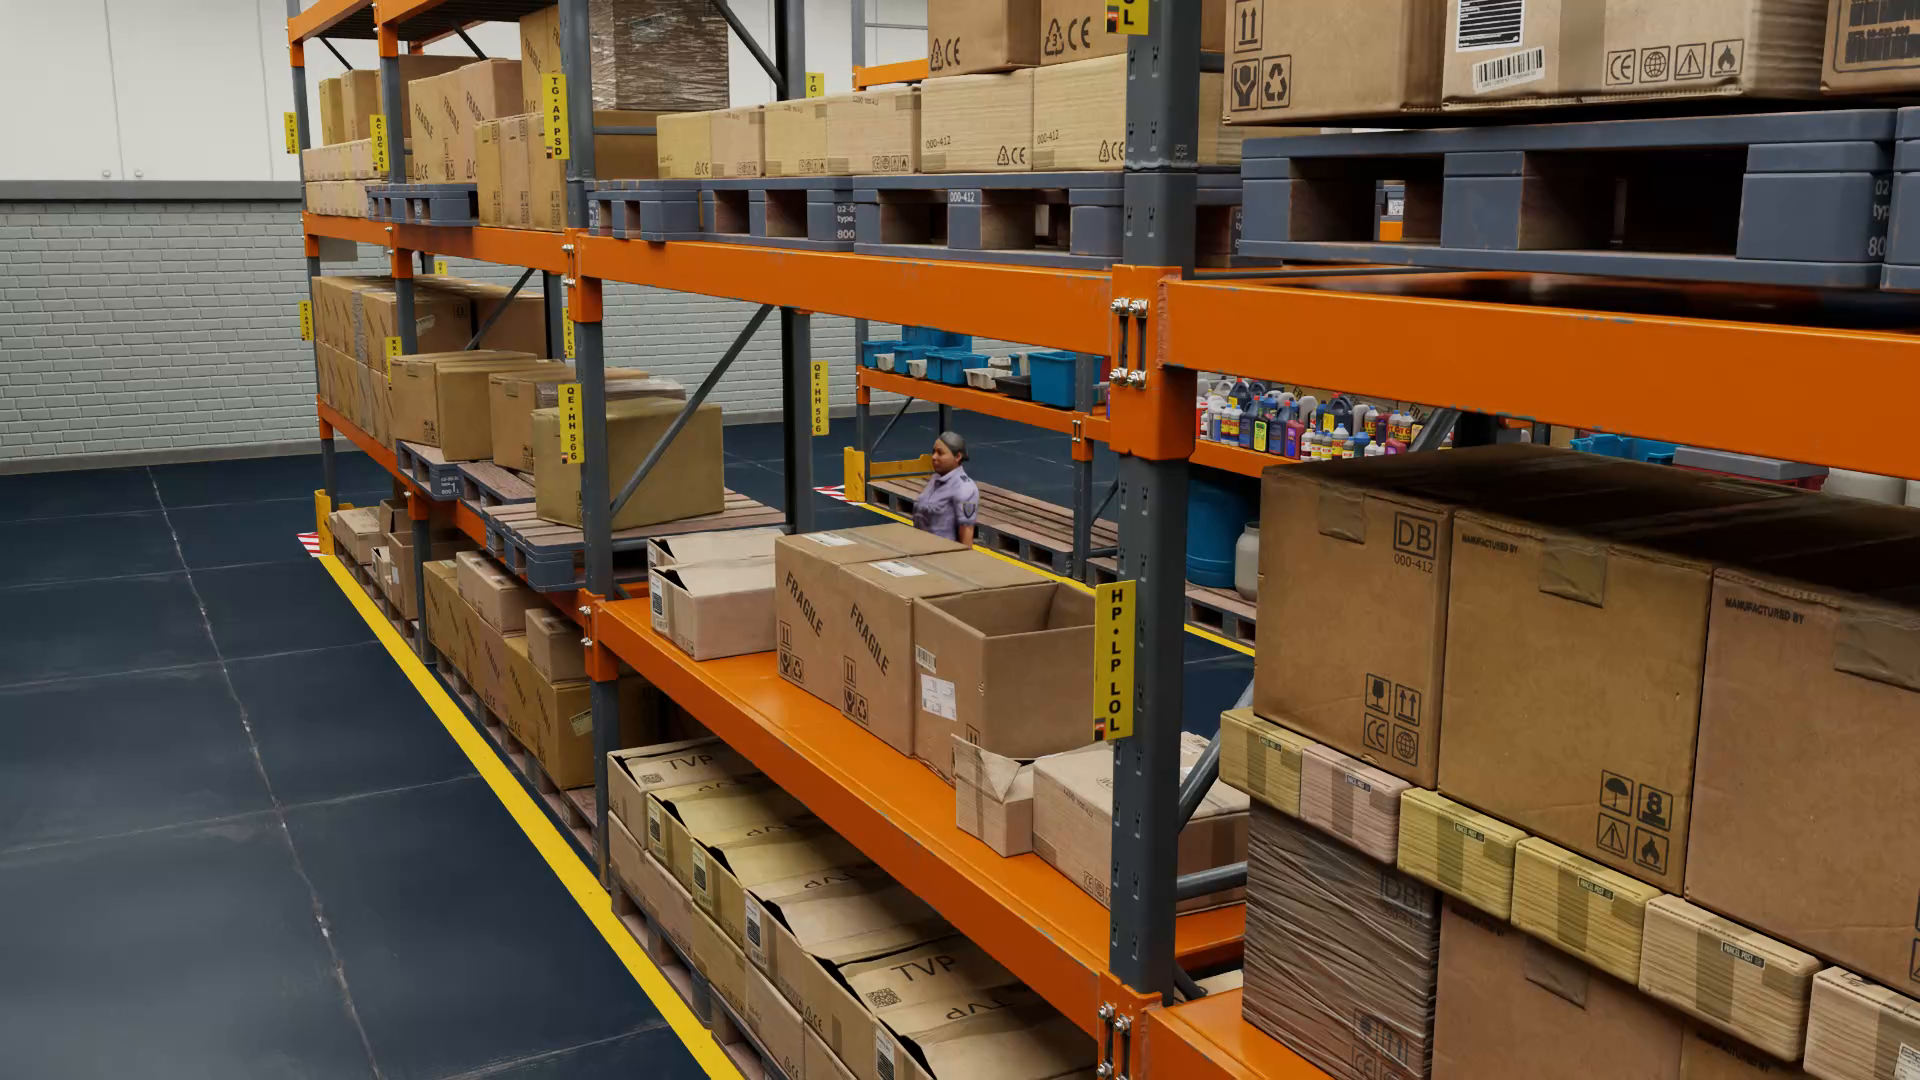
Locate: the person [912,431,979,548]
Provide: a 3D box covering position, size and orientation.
[{"bbox_3d":[-0.080,0.192,9.580,0.345,1.650,0.466,-6,13,-26],"label":"person"}]
